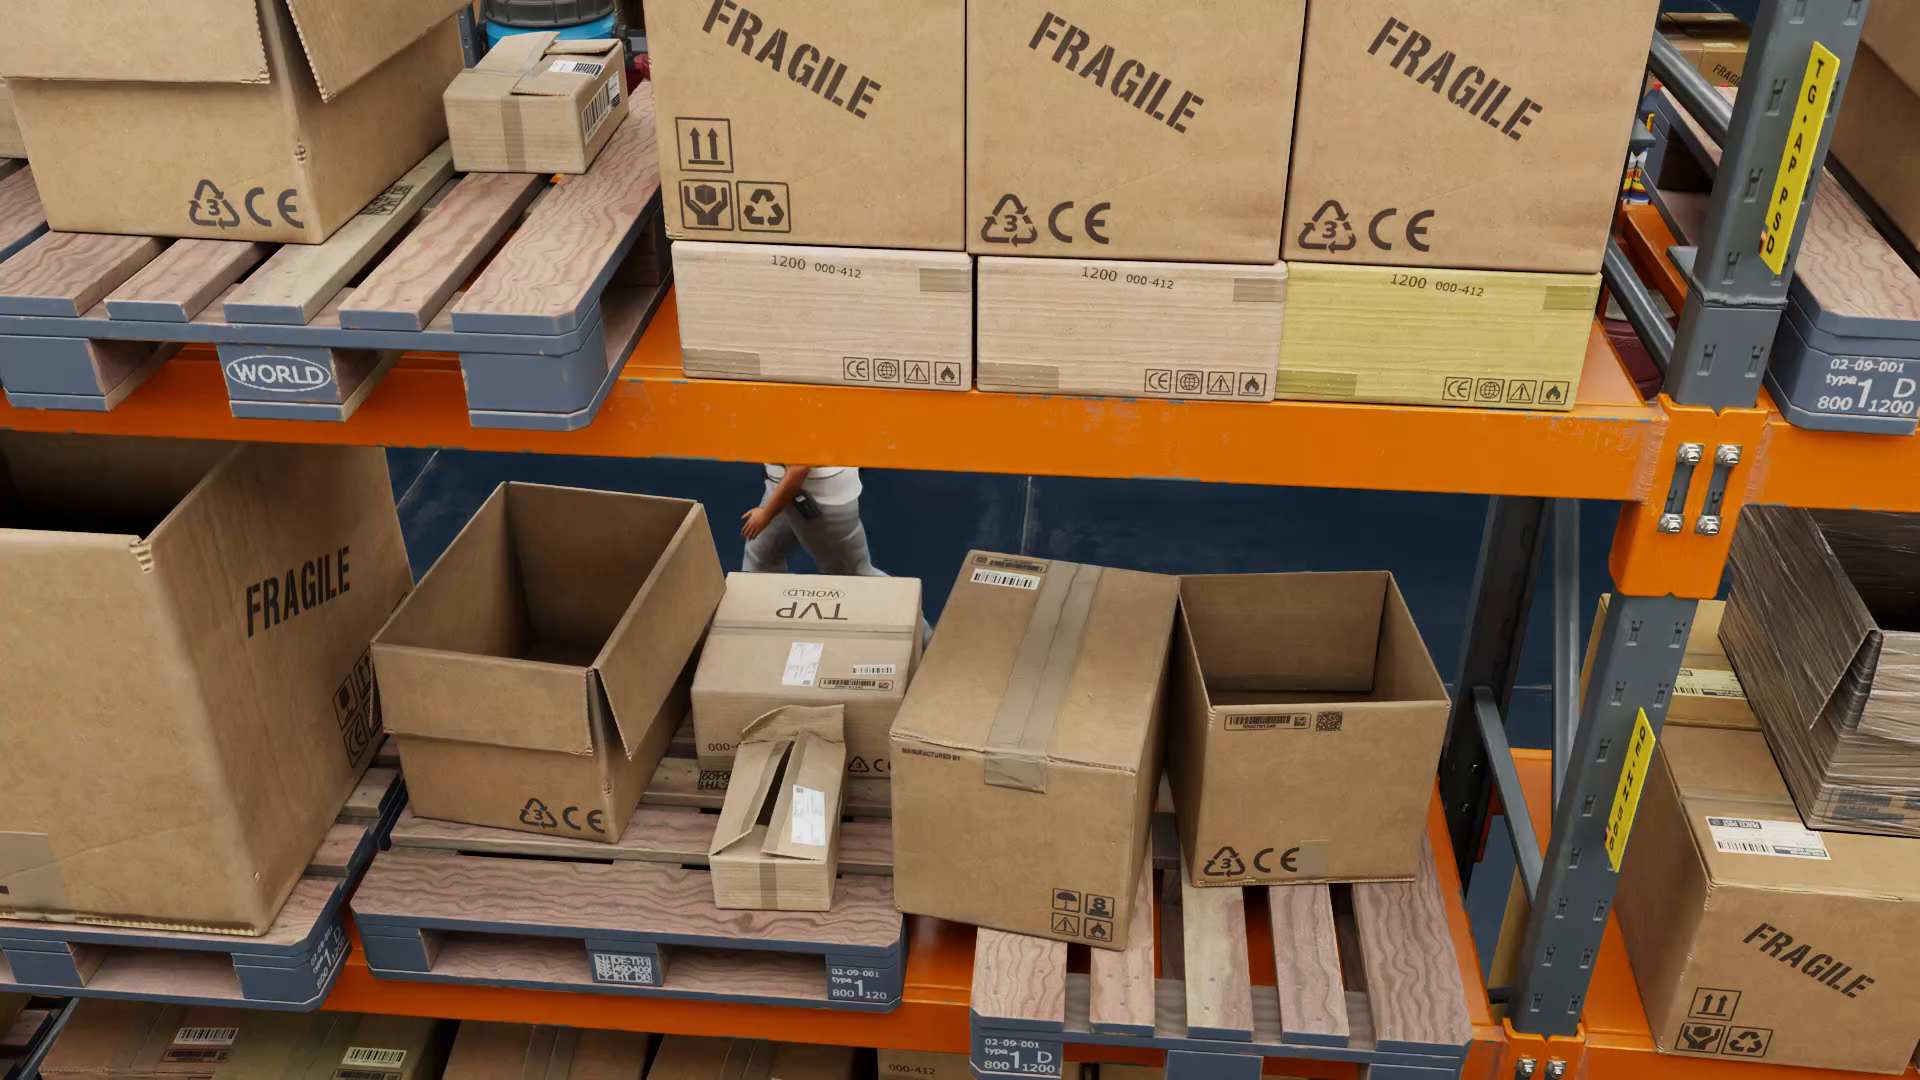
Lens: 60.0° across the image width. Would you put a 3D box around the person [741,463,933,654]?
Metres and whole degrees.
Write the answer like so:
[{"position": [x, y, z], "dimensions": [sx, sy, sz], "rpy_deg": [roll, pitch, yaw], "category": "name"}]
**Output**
[{"position": [-0.611, -0.189, 6.424], "dimensions": [1.019, 1.604, 0.486], "rpy_deg": [-3, 32, -5], "category": "person"}]
